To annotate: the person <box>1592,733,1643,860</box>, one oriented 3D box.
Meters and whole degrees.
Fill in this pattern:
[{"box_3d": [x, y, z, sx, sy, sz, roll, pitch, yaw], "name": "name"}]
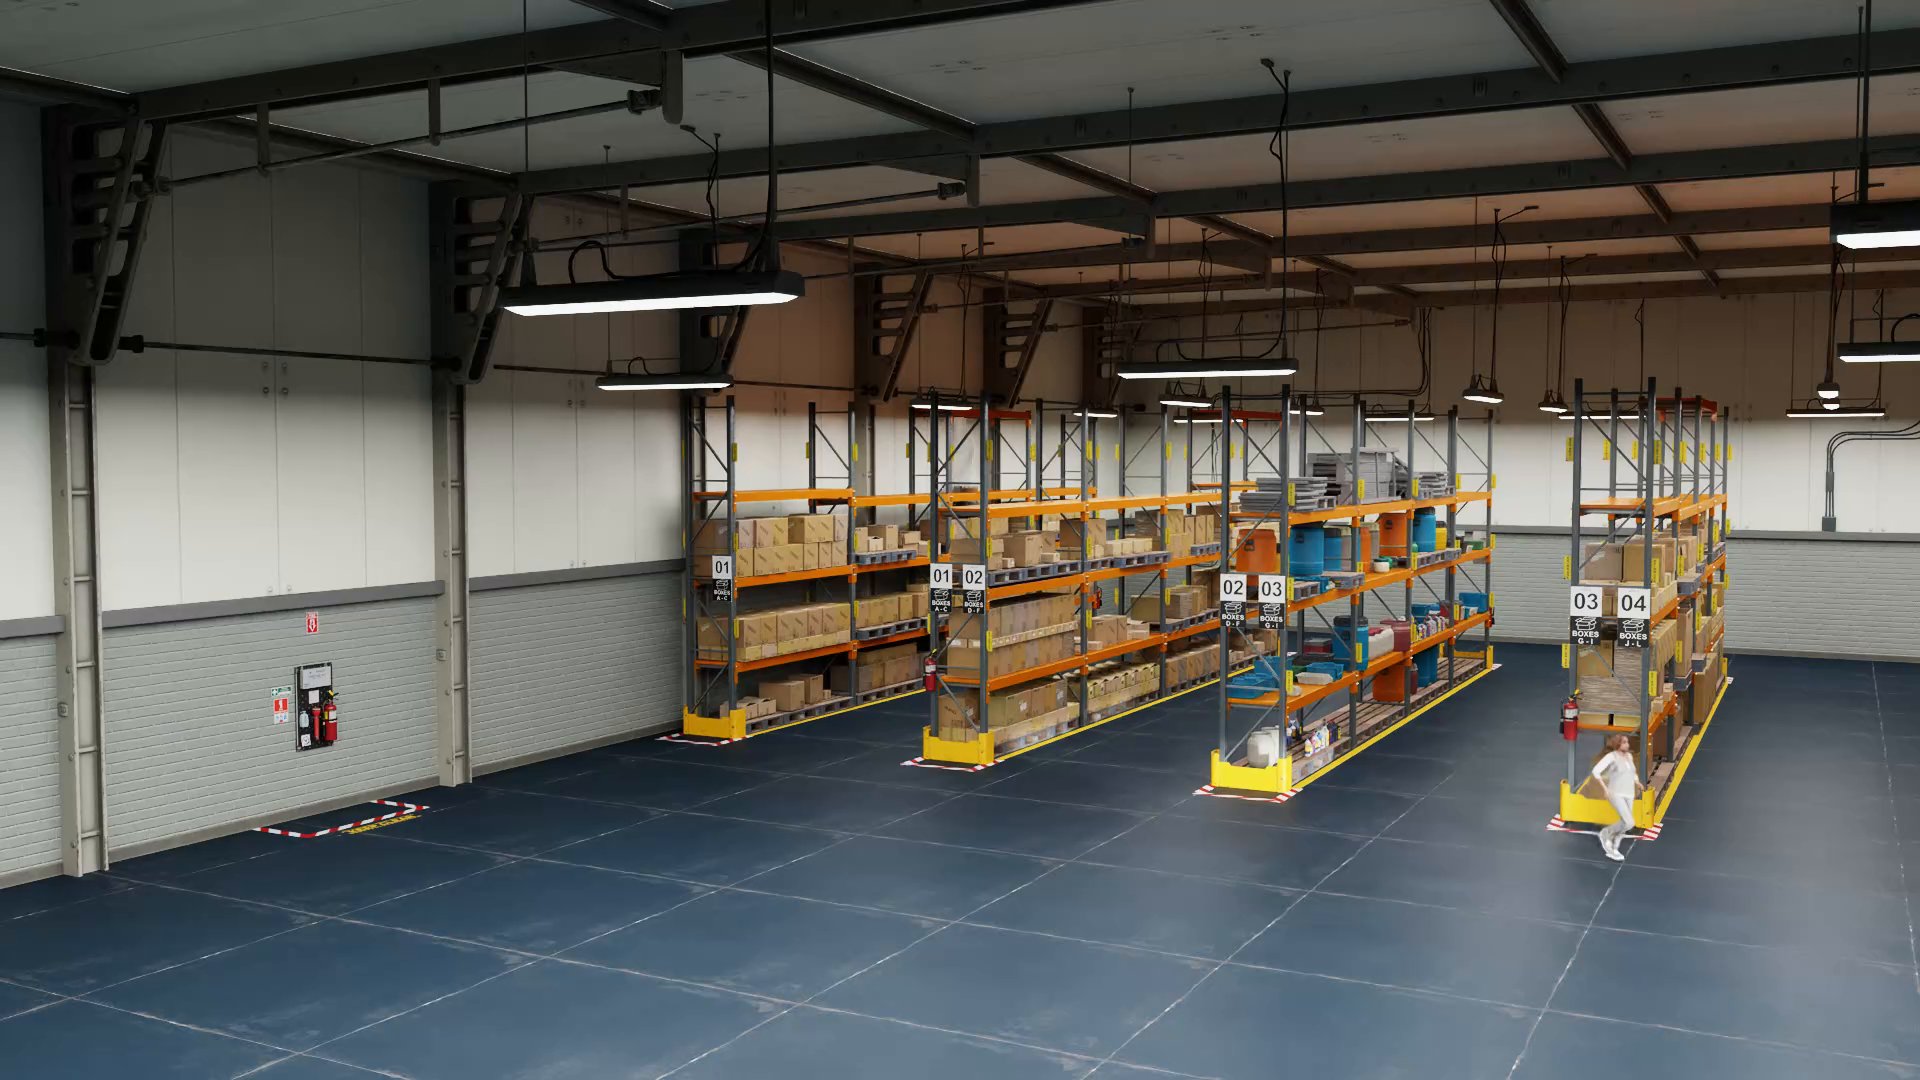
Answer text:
[{"box_3d": [8.099, 3.258, 20.330, 0.531, 1.338, 0.539, -1, 3, -26], "name": "person"}]
